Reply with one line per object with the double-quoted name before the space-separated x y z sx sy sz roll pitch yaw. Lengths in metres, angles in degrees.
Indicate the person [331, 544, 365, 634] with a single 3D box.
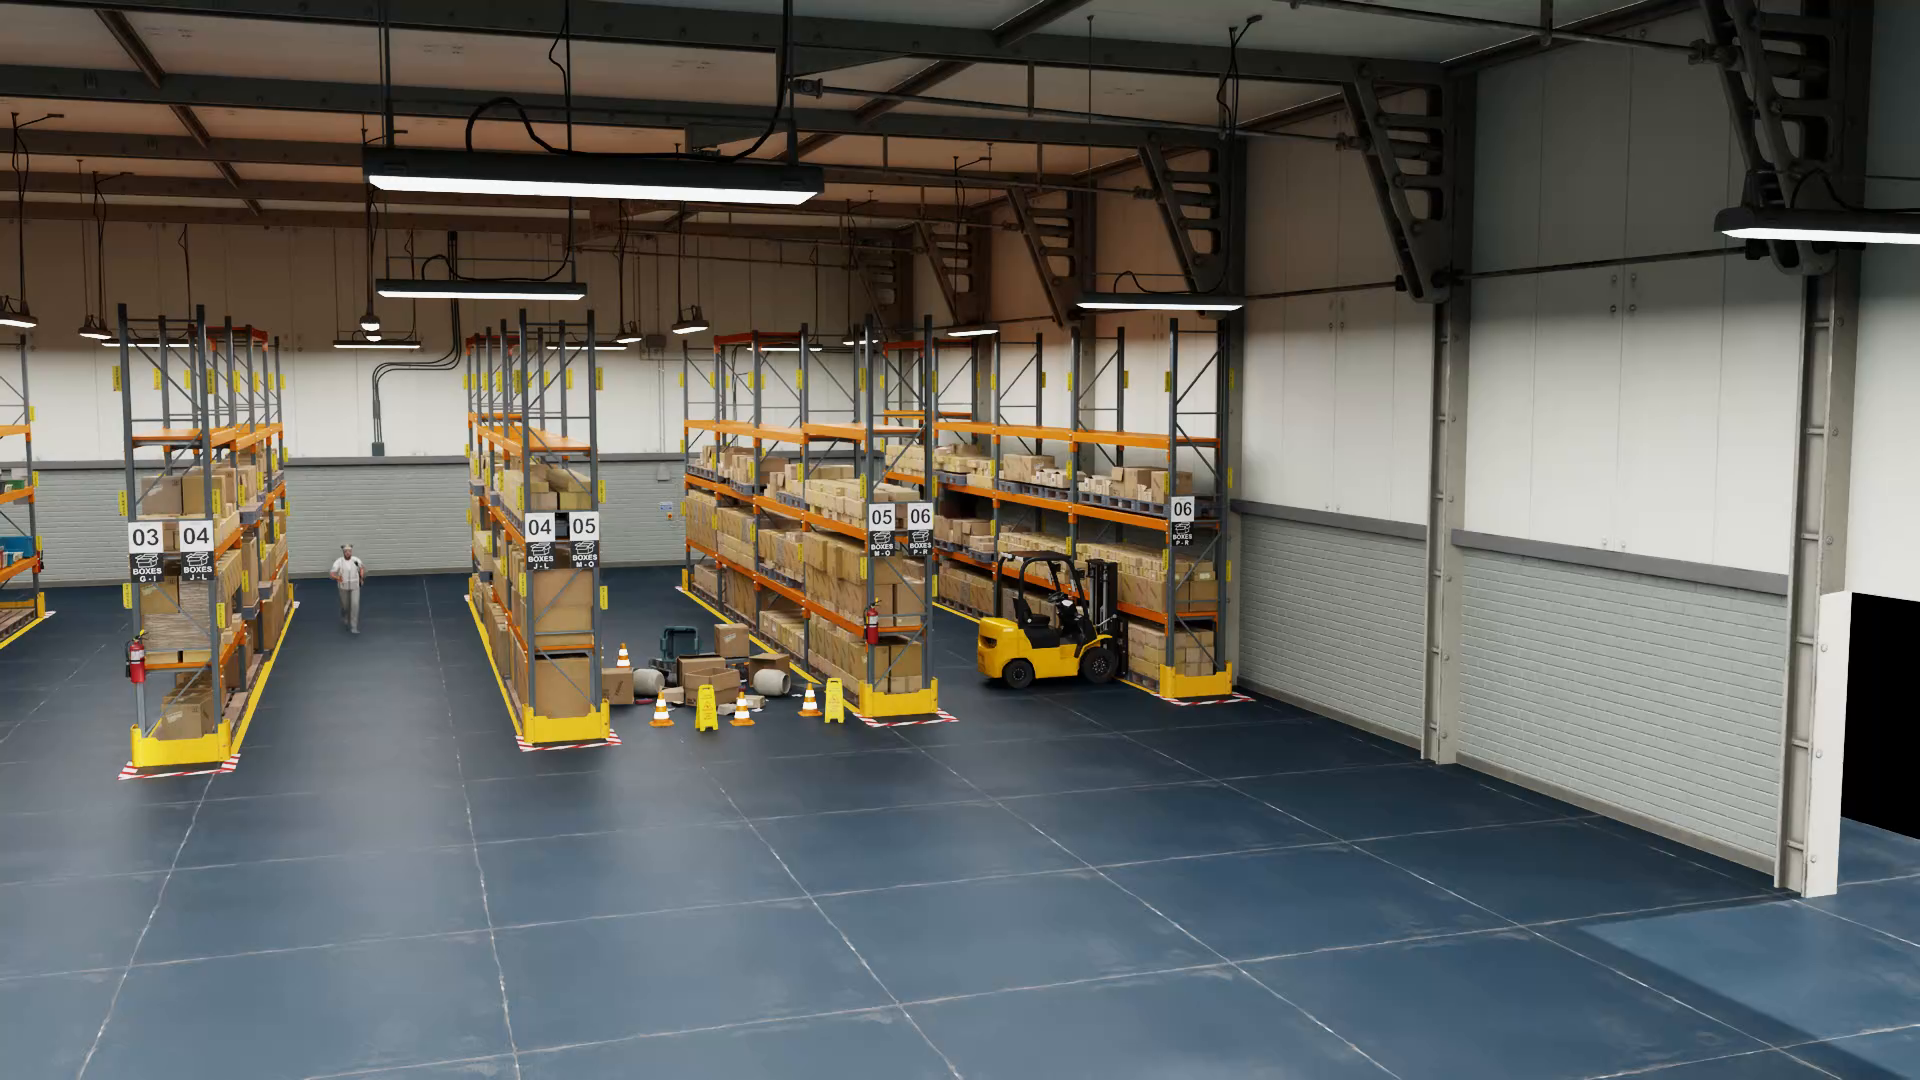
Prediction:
"person" -12.284 0.962 33.424 0.664 1.785 0.944 -3 6 -25
